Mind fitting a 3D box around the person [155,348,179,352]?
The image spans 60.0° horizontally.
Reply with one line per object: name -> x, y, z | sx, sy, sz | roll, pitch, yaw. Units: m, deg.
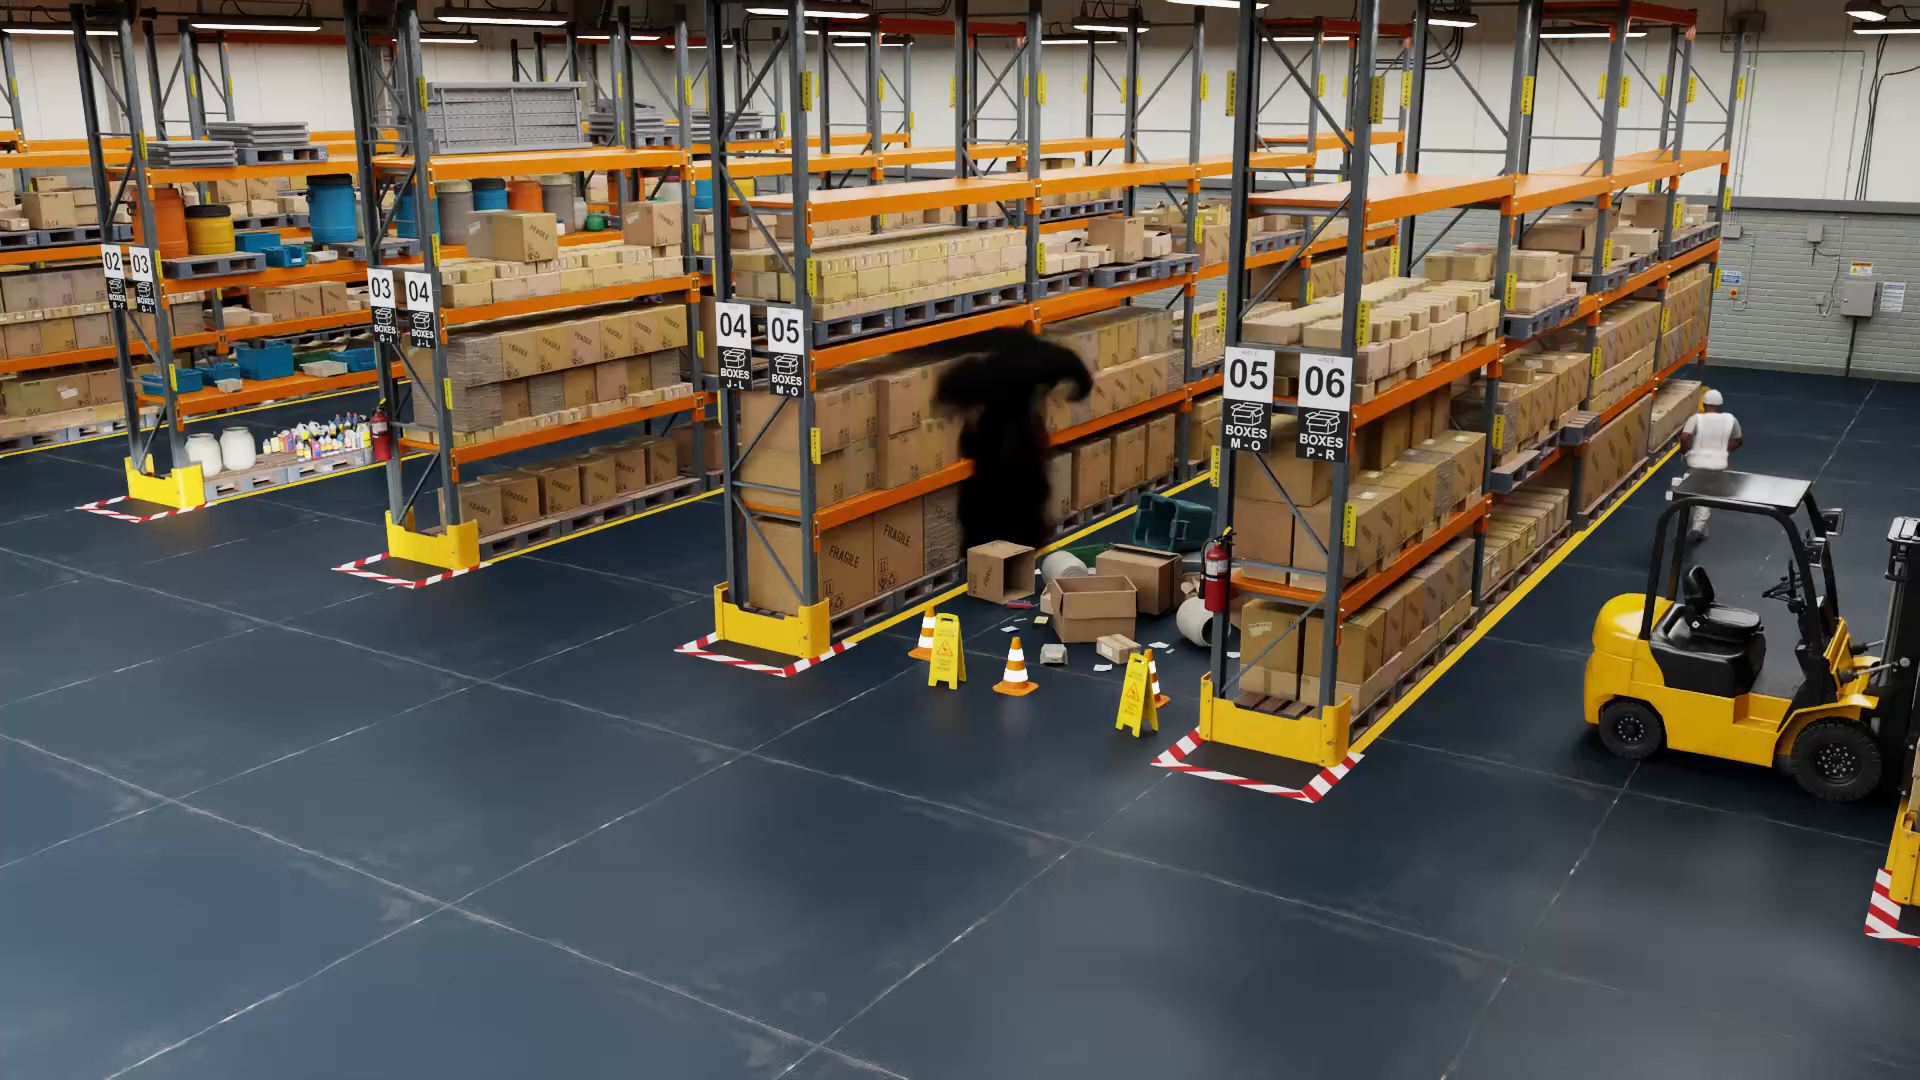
person -> -13.200, -3.080, 27.602 | 0.531, 1.453, 0.568 | 8, 17, 27

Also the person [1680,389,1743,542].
person -> 8.484, -0.816, 18.842 | 0.655, 1.721, 0.814 | 6, 17, 22
